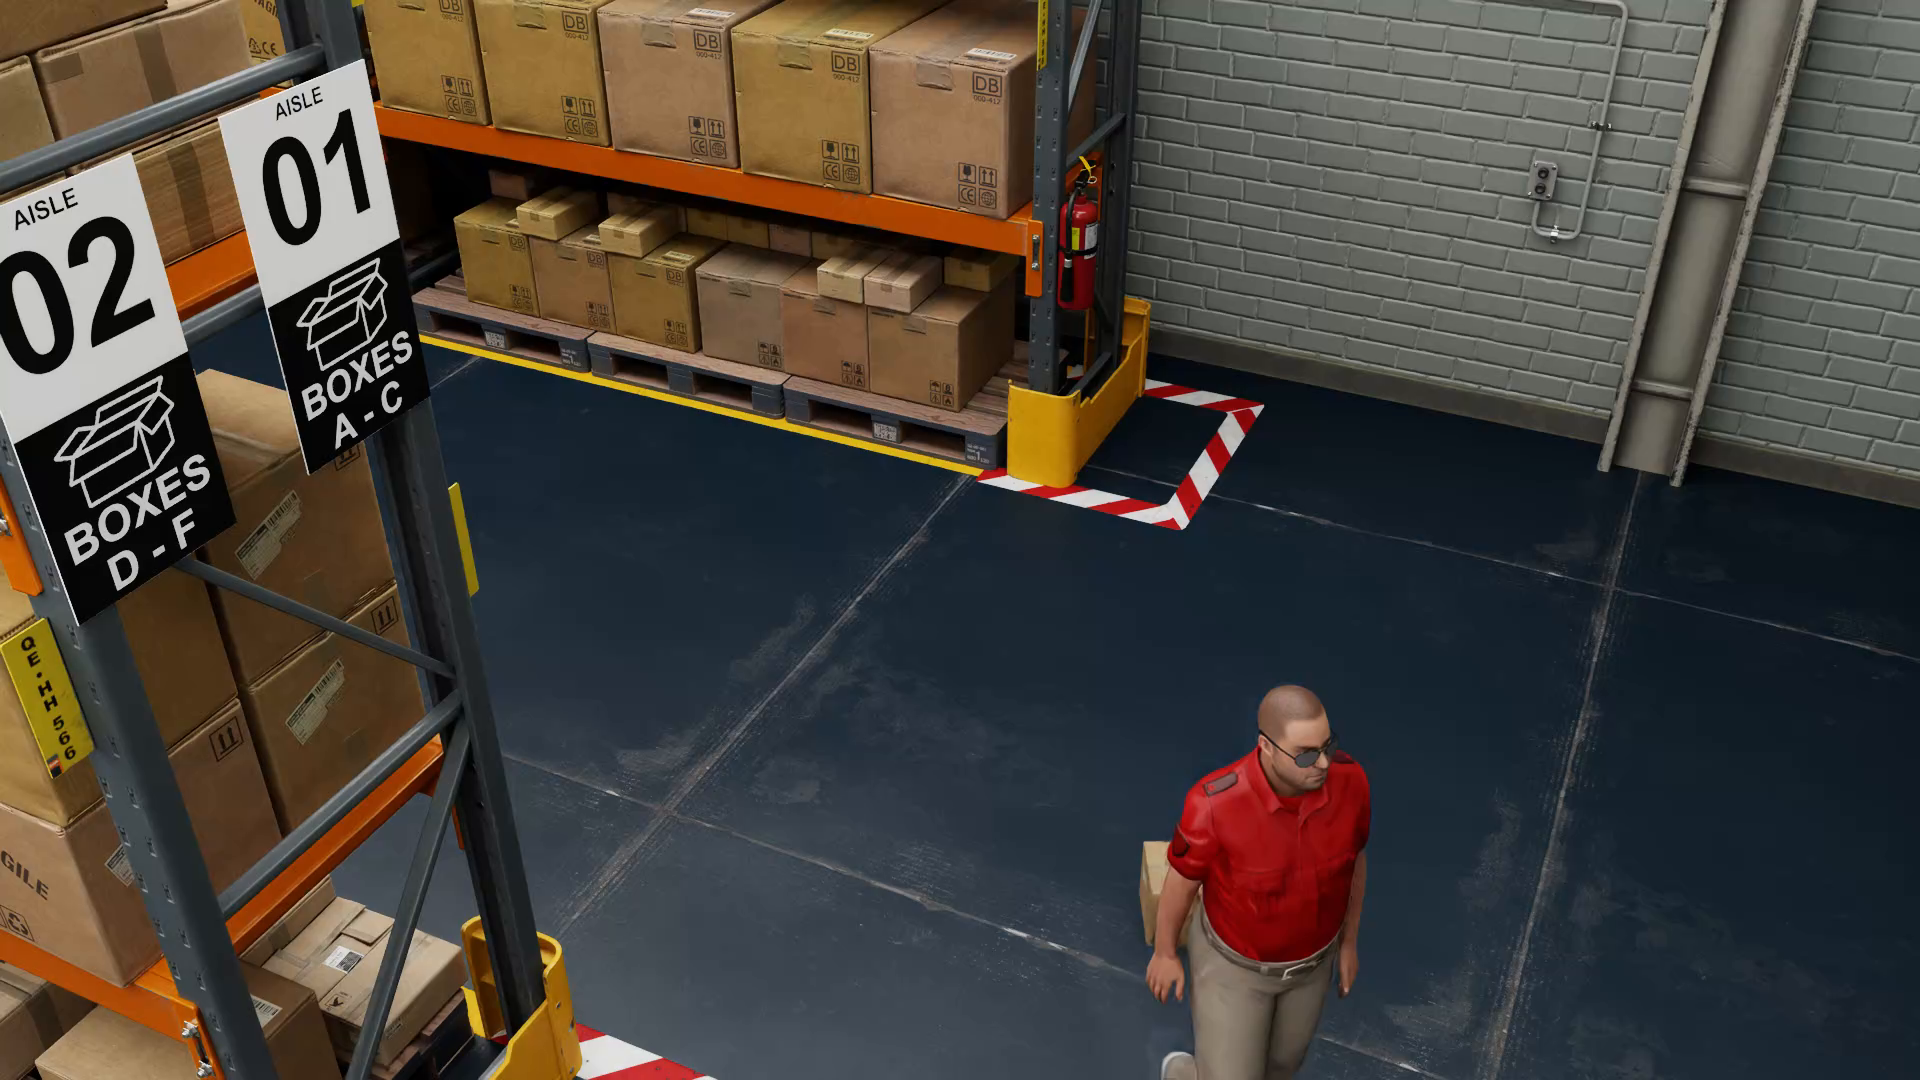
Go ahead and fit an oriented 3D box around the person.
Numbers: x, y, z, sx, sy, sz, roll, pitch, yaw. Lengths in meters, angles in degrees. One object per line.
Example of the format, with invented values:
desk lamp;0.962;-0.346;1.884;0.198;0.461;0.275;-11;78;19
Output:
person;0.809;1.115;4.441;0.574;1.743;0.471;-12;35;-17
